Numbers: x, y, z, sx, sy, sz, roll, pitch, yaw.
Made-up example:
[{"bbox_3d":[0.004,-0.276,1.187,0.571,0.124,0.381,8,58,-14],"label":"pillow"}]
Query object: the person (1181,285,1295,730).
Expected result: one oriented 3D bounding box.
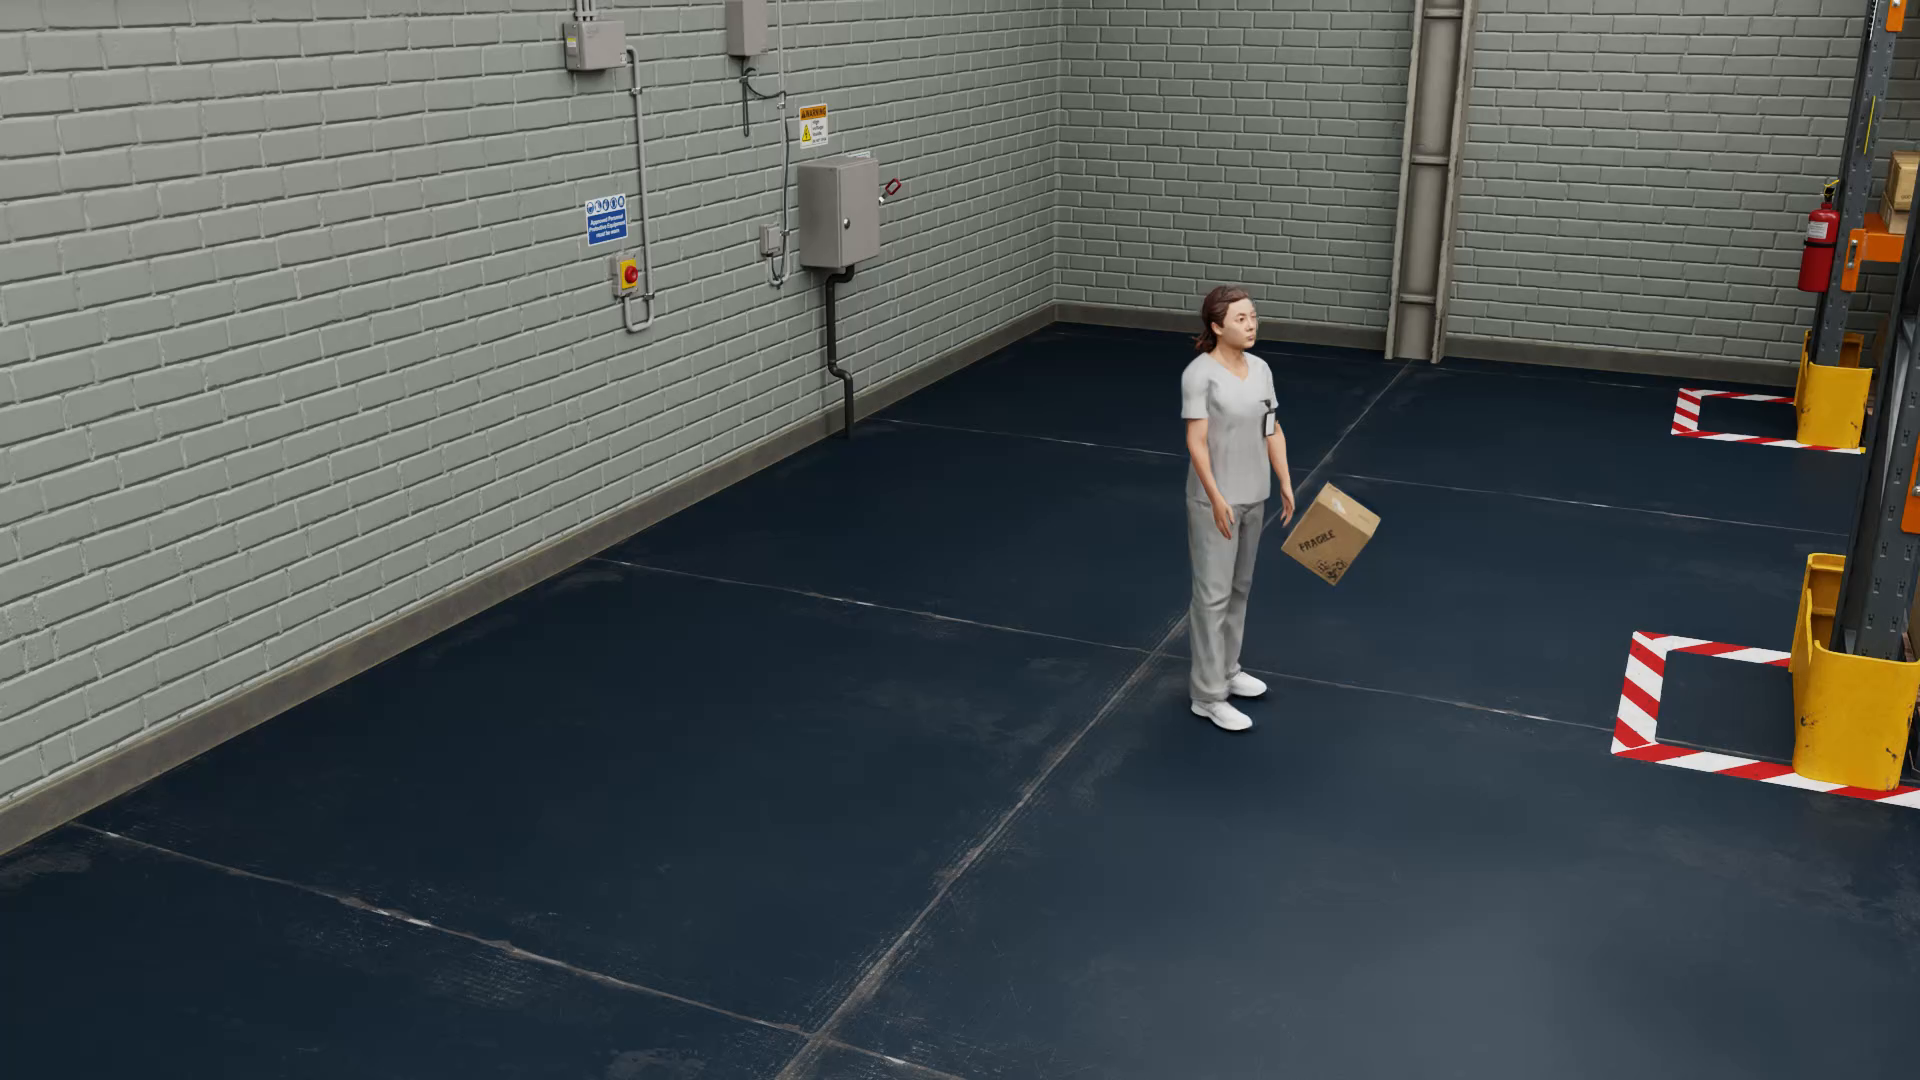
[{"bbox_3d":[1.090,-0.139,6.451,0.484,1.670,0.549,-13,23,-34],"label":"person"}]
